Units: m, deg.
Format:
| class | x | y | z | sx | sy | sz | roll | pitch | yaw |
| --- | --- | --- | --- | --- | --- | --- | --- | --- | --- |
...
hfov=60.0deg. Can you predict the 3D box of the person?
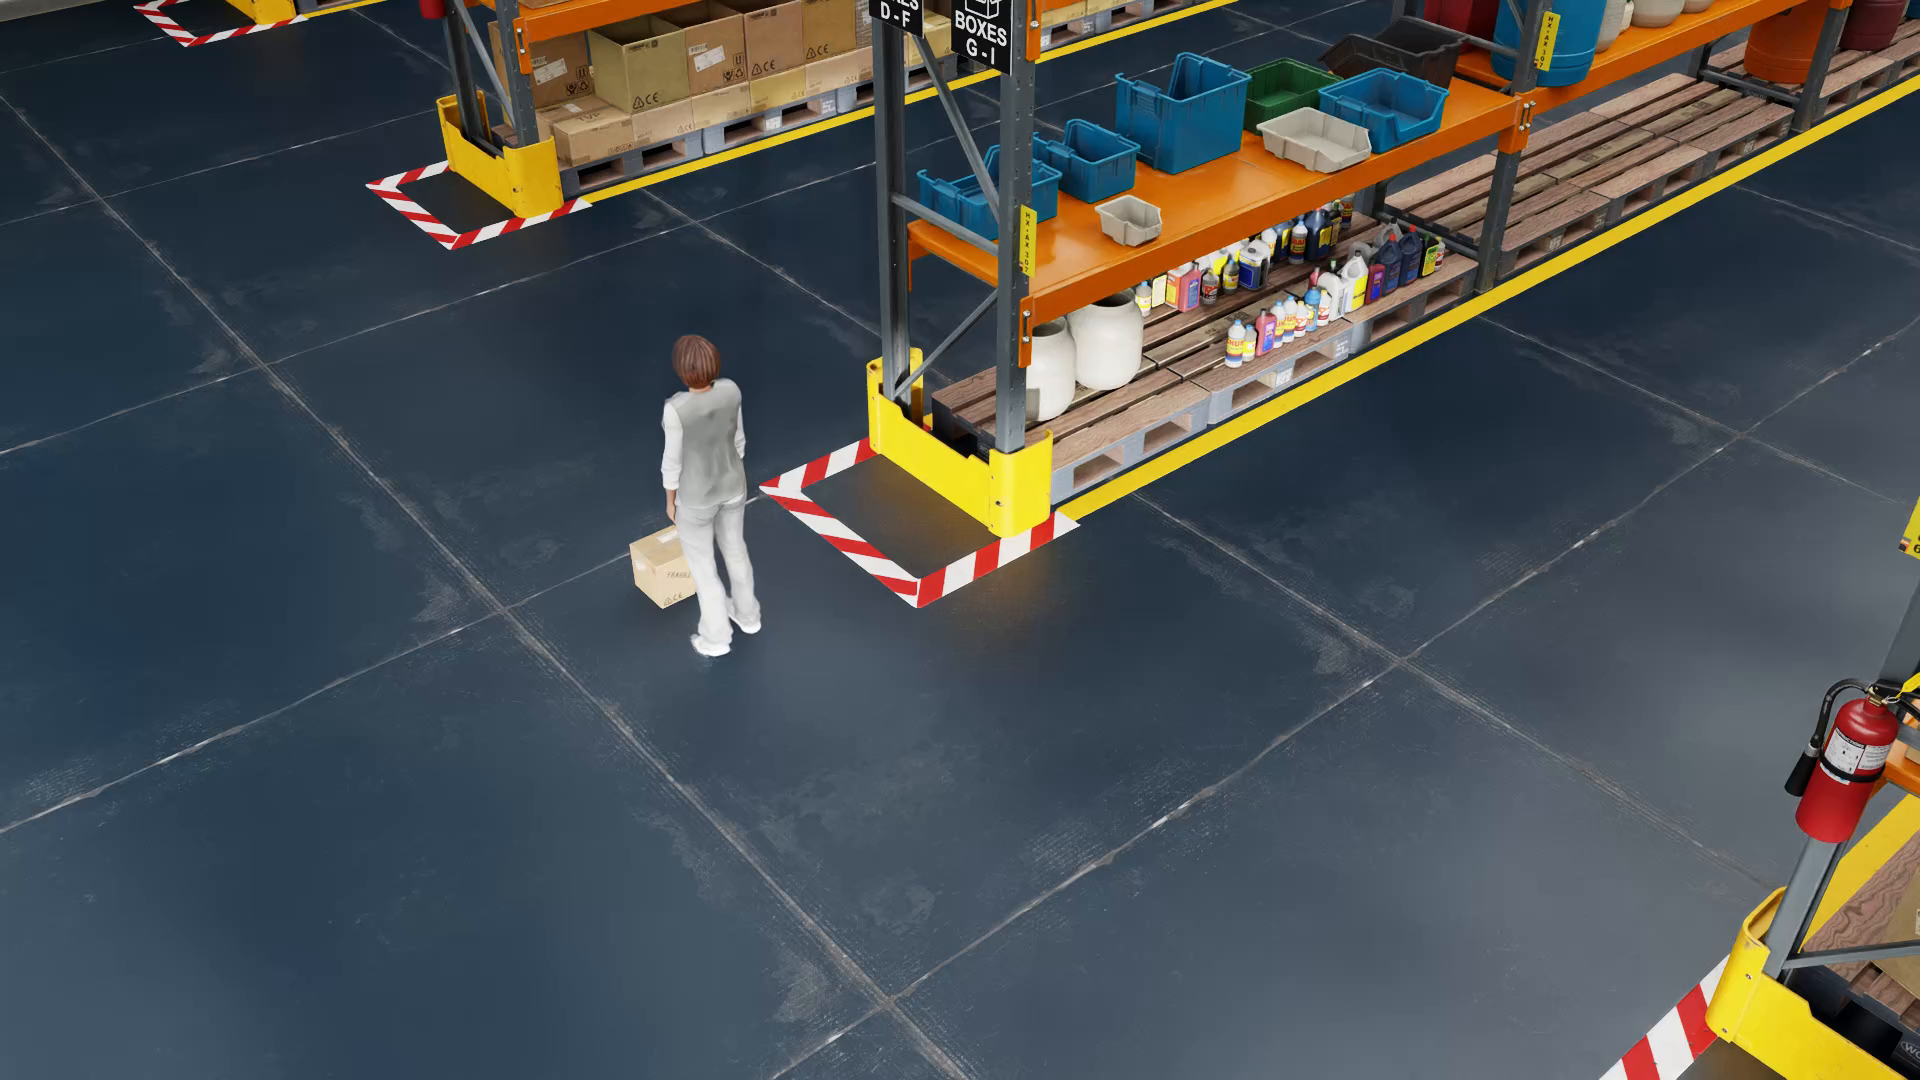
| class | x | y | z | sx | sy | sz | roll | pitch | yaw |
| --- | --- | --- | --- | --- | --- | --- | --- | --- | --- |
| person | -1.114 | -0.182 | 7.362 | 0.406 | 1.634 | 0.338 | -25 | 43 | -30 |
